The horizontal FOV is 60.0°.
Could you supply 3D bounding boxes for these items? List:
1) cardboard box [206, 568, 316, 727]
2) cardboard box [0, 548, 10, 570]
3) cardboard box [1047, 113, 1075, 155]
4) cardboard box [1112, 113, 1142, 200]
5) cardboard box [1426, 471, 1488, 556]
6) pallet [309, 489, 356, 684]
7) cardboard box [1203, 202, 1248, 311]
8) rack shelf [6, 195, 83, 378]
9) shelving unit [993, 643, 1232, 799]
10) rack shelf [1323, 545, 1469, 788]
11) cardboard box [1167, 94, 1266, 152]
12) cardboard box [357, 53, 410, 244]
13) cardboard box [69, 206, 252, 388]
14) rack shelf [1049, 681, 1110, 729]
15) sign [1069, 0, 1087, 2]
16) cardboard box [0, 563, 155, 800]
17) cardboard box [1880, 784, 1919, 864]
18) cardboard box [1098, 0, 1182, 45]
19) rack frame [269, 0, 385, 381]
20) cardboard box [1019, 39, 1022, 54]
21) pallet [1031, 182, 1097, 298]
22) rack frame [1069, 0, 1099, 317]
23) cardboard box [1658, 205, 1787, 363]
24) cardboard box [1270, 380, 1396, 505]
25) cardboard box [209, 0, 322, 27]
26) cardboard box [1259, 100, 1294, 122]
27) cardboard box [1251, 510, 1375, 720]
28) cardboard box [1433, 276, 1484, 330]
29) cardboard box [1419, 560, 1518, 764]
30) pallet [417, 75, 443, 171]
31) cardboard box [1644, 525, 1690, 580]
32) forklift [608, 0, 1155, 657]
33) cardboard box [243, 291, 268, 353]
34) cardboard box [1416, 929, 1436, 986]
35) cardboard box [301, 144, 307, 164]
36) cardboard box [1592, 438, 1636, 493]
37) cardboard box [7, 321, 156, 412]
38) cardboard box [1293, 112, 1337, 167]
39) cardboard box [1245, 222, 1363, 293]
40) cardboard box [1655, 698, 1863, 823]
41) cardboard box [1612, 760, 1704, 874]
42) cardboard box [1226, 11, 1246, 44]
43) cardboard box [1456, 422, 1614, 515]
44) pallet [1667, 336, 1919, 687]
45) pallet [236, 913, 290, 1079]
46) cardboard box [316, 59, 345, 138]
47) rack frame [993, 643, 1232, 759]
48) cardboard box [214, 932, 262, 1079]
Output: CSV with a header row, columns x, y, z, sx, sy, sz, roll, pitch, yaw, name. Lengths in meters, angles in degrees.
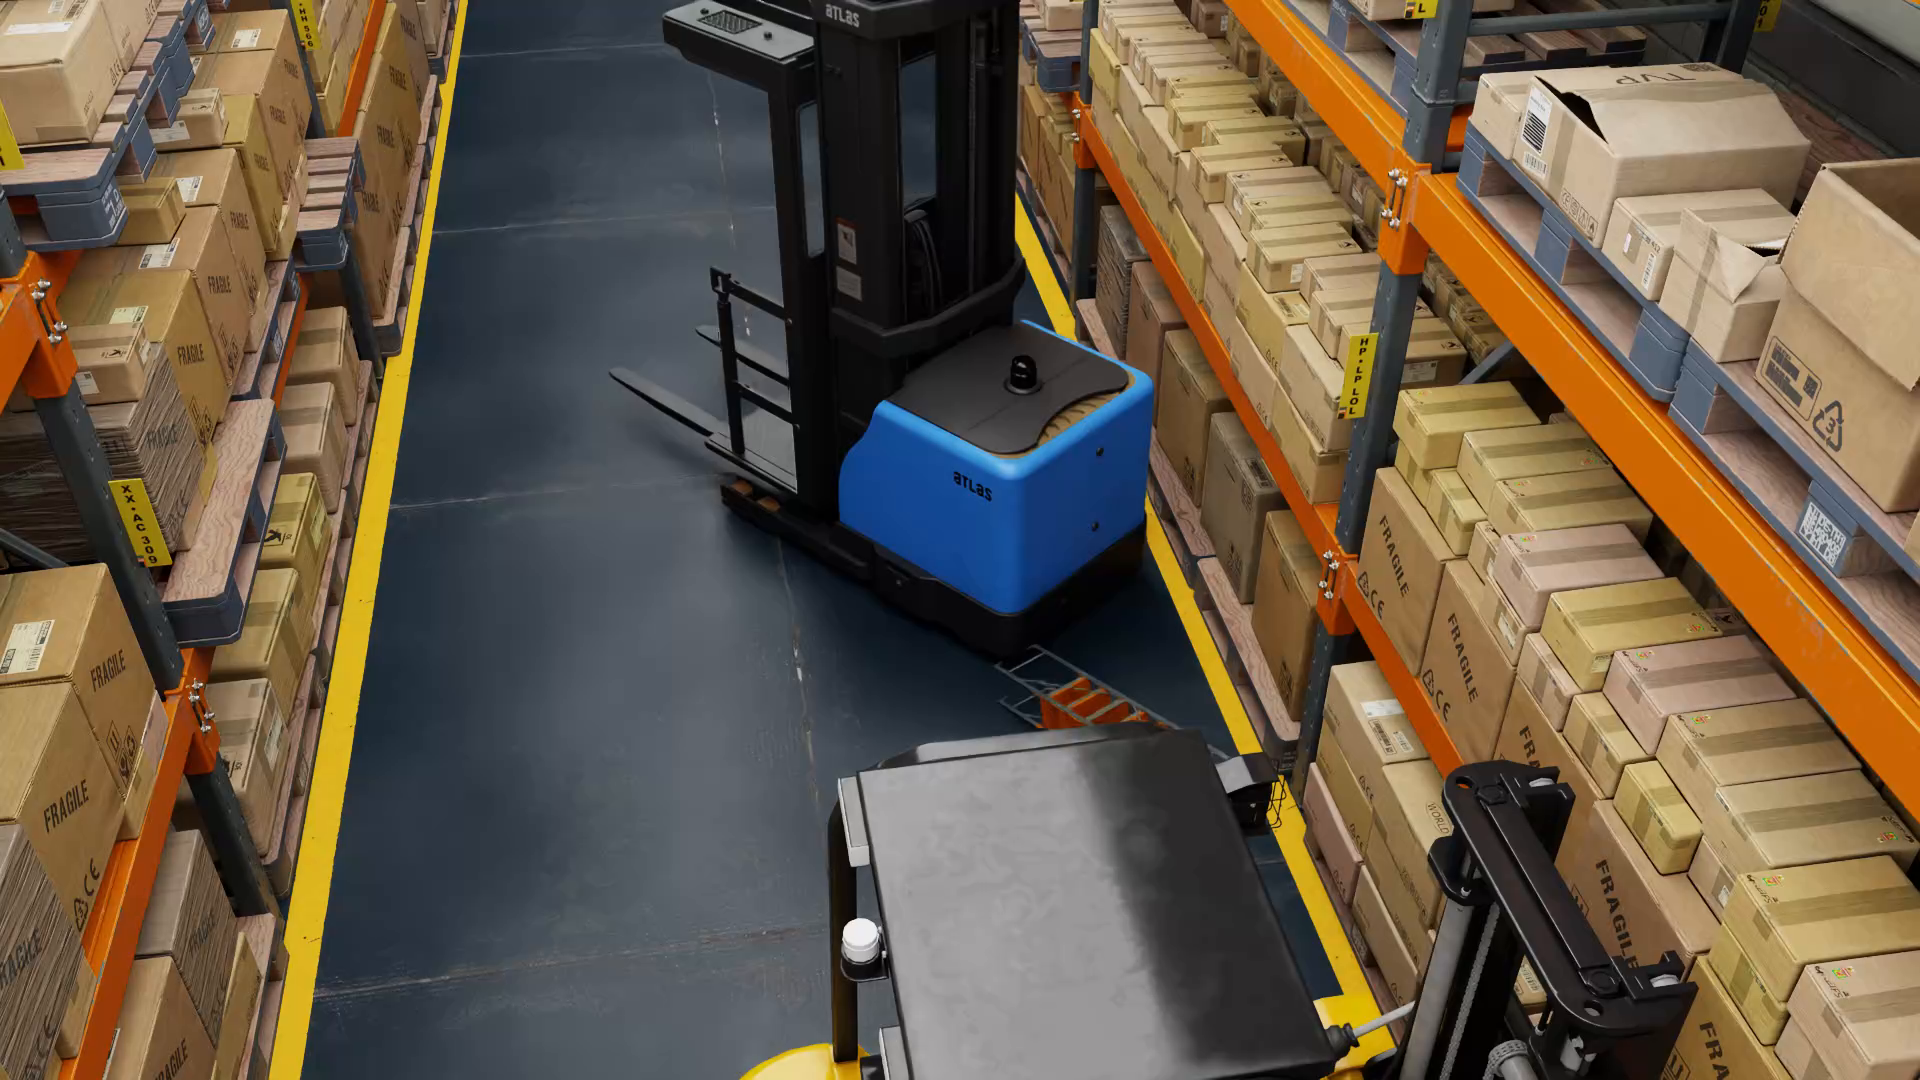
x,y,z,sx,sy,sz,roll,pitch,yaw,name
-3.254,0.477,6.890,0.950,0.372,0.625,-4,38,-5,cardboard box
-3.337,-0.221,5.324,0.500,0.500,0.500,-7,38,-9,cardboard box
0.741,-2.464,10.043,0.380,0.149,0.250,-8,39,-10,cardboard box
1.075,-1.939,8.322,0.500,0.250,0.500,-7,38,-9,cardboard box
1.700,-0.099,5.222,0.380,0.149,0.250,-5,38,-7,cardboard box
-3.385,0.248,7.658,1.003,0.211,1.213,-6,38,-8,pallet
1.337,-1.207,6.973,0.500,0.250,0.500,-6,38,-7,cardboard box
-3.381,-1.753,6.102,1.077,0.370,4.000,-6,38,-8,rack shelf
0.607,0.772,6.811,0.258,0.189,1.200,-25,33,-29,shelving unit
2.207,1.312,4.603,1.077,0.370,4.000,-6,38,-8,rack shelf
1.157,-1.889,7.527,0.380,0.149,0.250,-5,38,-7,cardboard box
-3.923,-2.352,10.122,0.875,0.875,0.875,-6,38,-7,cardboard box
-2.991,-0.884,6.176,0.500,0.500,0.500,-6,38,-8,cardboard box
0.508,0.719,6.931,0.258,0.180,0.103,-25,33,-29,rack shelf
0.622,-2.958,8.634,0.100,0.325,0.005,-6,38,-8,sign
-2.707,0.440,4.814,0.500,0.500,0.500,-7,38,-9,cardboard box
2.466,0.659,4.003,0.380,0.149,0.250,-6,38,-8,cardboard box
0.921,-2.668,8.529,0.380,0.149,0.250,-5,38,-7,cardboard box
-3.731,-2.060,8.357,1.000,3.000,0.127,-6,38,-8,rack frame
0.545,-3.420,11.274,0.380,0.149,0.250,-5,38,-6,cardboard box
1.061,-1.950,10.488,1.003,0.211,1.213,-6,38,-8,pallet
1.155,-2.596,9.047,1.000,3.000,0.127,-6,38,-8,rack frame
1.817,-0.588,3.703,0.396,0.266,0.258,-7,38,-9,cardboard box
1.510,-0.397,6.339,0.500,0.250,0.500,-5,38,-7,cardboard box
-3.577,-2.819,8.437,0.500,0.500,0.500,-7,38,-9,cardboard box
1.684,-1.882,7.842,0.500,0.250,0.500,-6,38,-8,cardboard box
1.754,0.278,6.941,0.875,0.625,0.625,-5,38,-6,cardboard box
2.010,-0.879,6.226,0.380,0.149,0.250,-7,38,-9,cardboard box
1.785,0.389,5.123,0.500,0.500,0.500,-6,38,-7,cardboard box
-4.223,-2.917,11.733,1.003,0.211,1.213,-6,38,-8,pallet
2.282,-0.001,5.096,0.380,0.149,0.250,-5,38,-7,cardboard box
-0.552,-1.418,7.587,3.031,2.935,1.130,29,46,32,forklift
-3.017,-0.869,6.686,0.380,0.149,0.250,-5,38,-6,cardboard box
1.804,1.476,5.296,0.500,0.250,0.500,-7,38,-8,cardboard box
-3.324,-1.800,7.884,0.380,0.149,0.250,-6,38,-7,cardboard box
2.213,-0.277,5.209,0.380,0.149,0.250,-7,38,-9,cardboard box
-2.764,-0.545,5.212,0.380,0.149,0.250,-6,38,-8,cardboard box
1.699,-1.792,7.401,0.380,0.149,0.250,-5,38,-7,cardboard box
1.347,-1.110,6.524,0.380,0.149,0.250,-7,38,-9,cardboard box
1.985,0.549,4.145,0.380,0.149,0.250,-6,38,-8,cardboard box
1.905,0.681,4.218,0.380,0.149,0.250,-7,38,-9,cardboard box
1.567,-2.571,8.404,0.380,0.149,0.250,-5,38,-7,cardboard box
1.772,-0.223,5.139,0.380,0.149,0.250,-6,38,-7,cardboard box
2.242,-0.082,3.438,1.003,0.211,1.213,-6,38,-8,pallet
-2.877,1.859,5.585,1.003,0.211,1.213,-6,38,-8,pallet
-3.569,-2.324,8.818,0.500,0.250,0.500,-7,38,-9,cardboard box
0.596,0.693,6.767,0.240,0.006,1.200,-25,33,-29,rack frame
-2.662,1.604,5.539,0.500,0.250,0.500,-5,38,-6,cardboard box
